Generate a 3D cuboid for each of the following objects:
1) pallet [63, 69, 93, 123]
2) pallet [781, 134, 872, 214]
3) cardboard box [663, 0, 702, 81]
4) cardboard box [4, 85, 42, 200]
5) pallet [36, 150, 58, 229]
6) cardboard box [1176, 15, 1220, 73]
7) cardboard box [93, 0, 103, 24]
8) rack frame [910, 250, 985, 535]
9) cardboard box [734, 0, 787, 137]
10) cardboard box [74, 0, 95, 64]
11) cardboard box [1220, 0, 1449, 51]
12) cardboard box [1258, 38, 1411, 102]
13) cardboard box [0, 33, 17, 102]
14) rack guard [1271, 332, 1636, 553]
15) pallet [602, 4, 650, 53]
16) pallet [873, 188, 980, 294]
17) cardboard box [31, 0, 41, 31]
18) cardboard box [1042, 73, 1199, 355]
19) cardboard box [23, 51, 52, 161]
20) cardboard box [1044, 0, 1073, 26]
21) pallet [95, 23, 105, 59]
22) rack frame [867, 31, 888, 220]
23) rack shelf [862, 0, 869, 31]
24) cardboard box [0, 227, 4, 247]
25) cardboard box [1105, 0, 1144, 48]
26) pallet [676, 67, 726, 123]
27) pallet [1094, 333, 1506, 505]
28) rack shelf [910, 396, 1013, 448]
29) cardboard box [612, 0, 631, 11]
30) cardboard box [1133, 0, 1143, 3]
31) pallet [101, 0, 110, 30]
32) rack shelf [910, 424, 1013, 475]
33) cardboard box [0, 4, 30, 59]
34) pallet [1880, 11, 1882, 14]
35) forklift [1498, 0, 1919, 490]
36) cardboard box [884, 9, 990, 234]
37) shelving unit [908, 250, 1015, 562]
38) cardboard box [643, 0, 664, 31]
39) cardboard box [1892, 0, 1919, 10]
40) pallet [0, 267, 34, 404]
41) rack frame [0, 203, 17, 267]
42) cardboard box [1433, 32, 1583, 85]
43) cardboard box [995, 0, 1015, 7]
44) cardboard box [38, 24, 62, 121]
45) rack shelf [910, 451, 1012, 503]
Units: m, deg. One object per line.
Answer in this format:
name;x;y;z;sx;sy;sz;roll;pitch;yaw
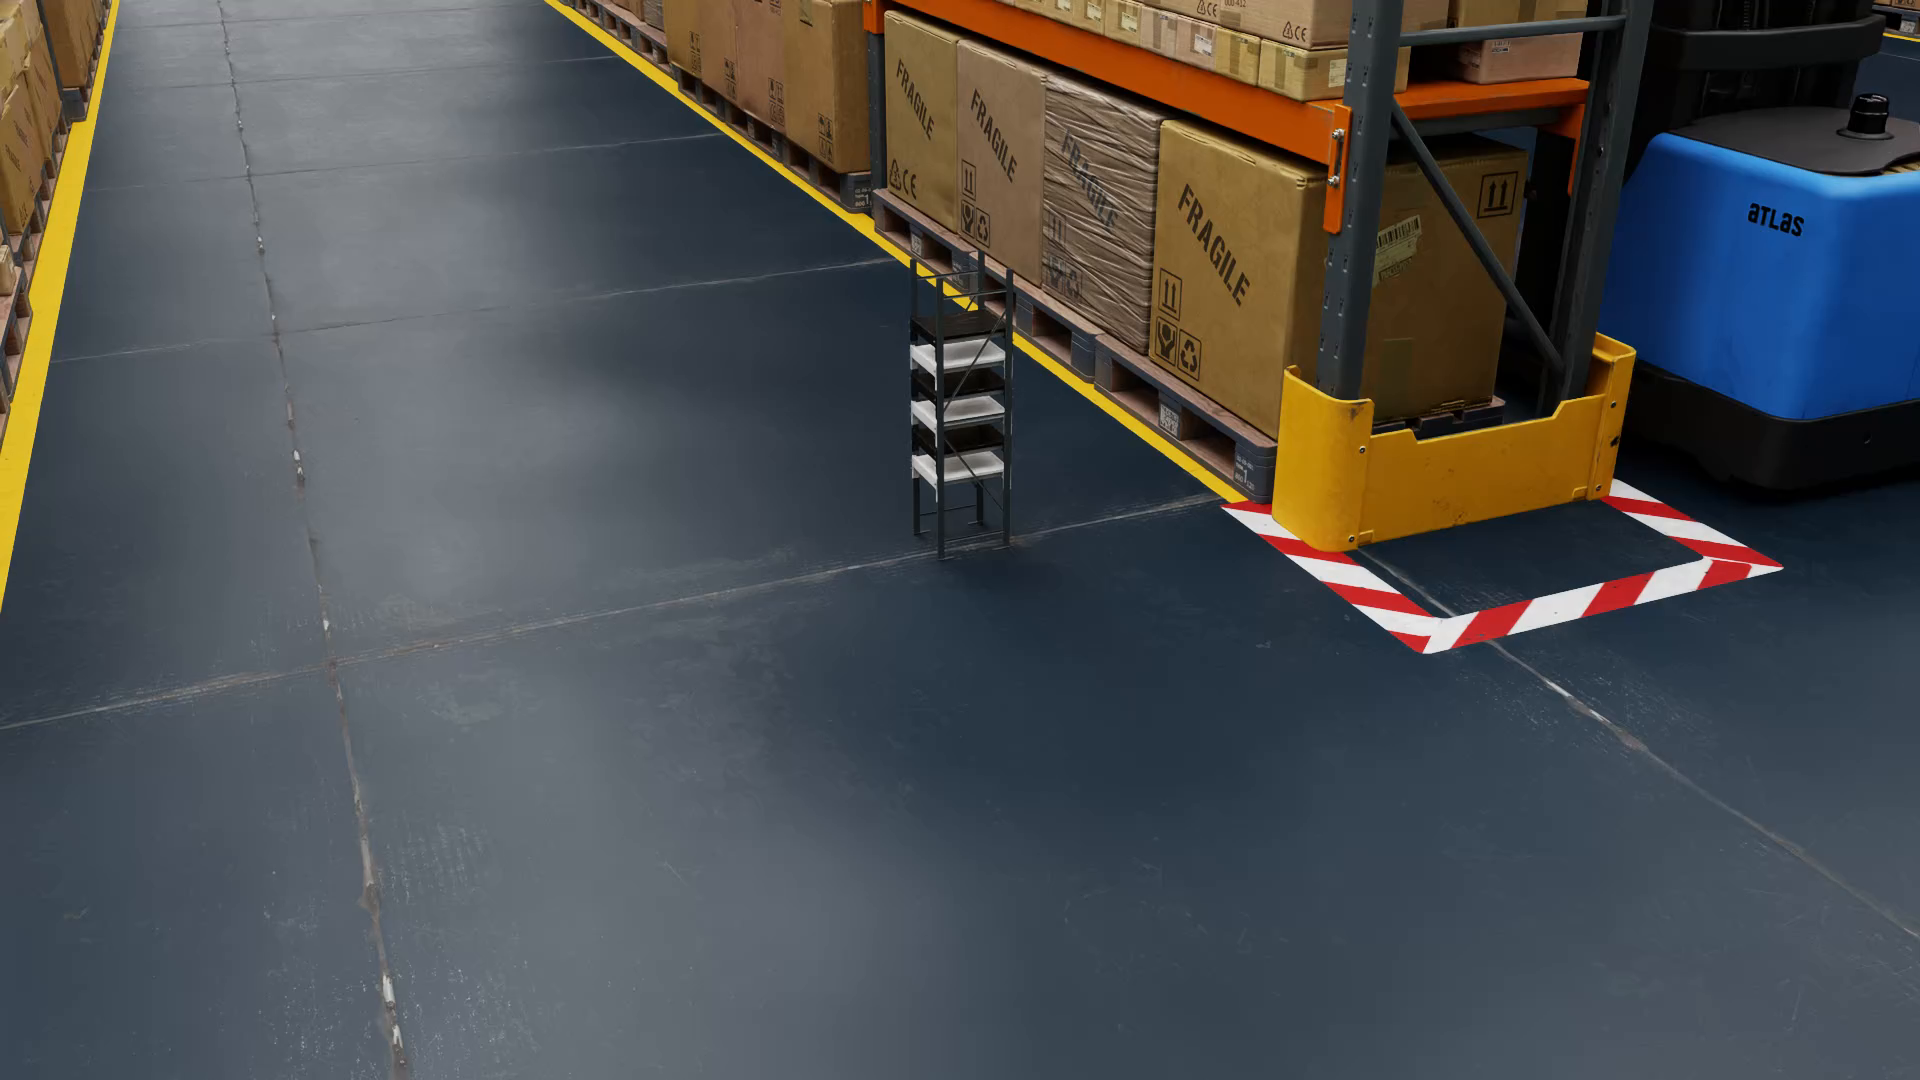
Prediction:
pallet;-6.388;-2.975;11.102;1.003;0.211;1.213;-11;28;-21
pallet;-0.351;-2.139;9.389;1.003;0.211;1.213;-11;28;-21
cardboard box;-1.295;-3.660;11.270;1.225;0.875;0.875;-12;28;-23
cardboard box;-4.837;-1.904;8.102;0.500;0.500;0.500;-9;28;-18
pallet;-5.370;-1.836;8.770;1.003;0.211;1.213;-11;28;-21
cardboard box;0.944;-1.659;5.516;0.380;0.149;0.250;-11;28;-20
cardboard box;-7.390;-4.454;13.039;1.050;0.750;0.750;-11;28;-21
rack frame;-0.037;-0.442;5.130;0.240;0.900;0.006;-11;28;-21
cardboard box;-0.599;-2.943;9.801;1.225;0.875;0.875;-12;28;-22
cardboard box;-6.650;-3.688;11.470;1.050;0.750;0.750;-10;28;-20
cardboard box;1.153;-1.695;5.134;0.500;0.250;0.500;-11;28;-21
cardboard box;1.145;-1.453;5.093;0.380;0.149;0.250;-10;28;-20
cardboard box;-4.840;-2.242;7.939;0.500;0.250;0.500;-10;28;-19
rack guard;1.597;-0.345;5.387;1.175;0.500;0.348;-11;28;-21
pallet;-2.324;-4.262;13.739;1.003;0.211;1.213;-11;28;-21
pallet;0.247;-1.520;8.122;1.003;0.211;1.213;-11;28;-21
cardboard box;-5.640;-3.068;9.630;0.500;0.250;0.500;-11;28;-22
cardboard box;0.907;-1.324;6.486;0.875;0.875;0.875;-11;28;-21
cardboard box;-5.229;-2.320;8.954;0.500;0.500;0.500;-12;28;-23
cardboard box;0.546;-2.070;6.357;0.380;0.149;0.250;-10;28;-20
pallet;-7.344;-3.960;13.119;1.003;0.211;1.213;-11;28;-21
rack frame;0.021;-3.093;8.166;1.000;3.000;0.127;-11;28;-21
rack shelf;-0.762;-3.577;9.978;1.077;0.370;4.000;-11;28;-21
cardboard box;-4.167;-1.250;6.824;0.380;0.149;0.250;-10;28;-20
cardboard box;0.743;-1.865;5.936;0.380;0.149;0.250;-11;28;-22
pallet;-1.306;-3.124;11.407;1.003;0.211;1.213;-11;28;-21
pallet;1.202;-0.534;6.104;1.003;0.211;1.213;-11;28;-21
rack shelf;0.003;-0.371;5.060;0.258;0.077;0.200;-11;28;-21
cardboard box;-2.503;-4.724;13.854;0.700;0.500;0.500;-13;29;-25
cardboard box;0.756;-2.105;5.974;0.500;0.250;0.500;-12;28;-22
pallet;-7.941;-4.579;14.387;1.003;0.211;1.213;-11;28;-21
rack shelf;0.003;-0.290;5.100;0.258;0.077;0.200;-11;28;-21
cardboard box;-5.248;-2.658;8.791;0.500;0.250;0.500;-10;28;-19
pallet;7.828;-4.847;14.938;1.003;0.211;1.213;-11;28;-21
forklift;2.526;-2.101;6.213;1.130;2.935;3.031;-11;28;-21
cardboard box;0.206;-2.047;7.966;0.875;0.875;0.875;-11;28;-21
shelving unit;0.003;-0.401;5.046;0.258;0.900;0.210;-11;28;-21
cardboard box;-2.055;-4.271;12.927;0.700;0.500;0.500;-13;29;-25
cardboard box;8.097;-4.627;13.654;0.500;0.500;0.500;-12;28;-22
pallet;-4.287;-0.764;6.573;1.003;0.211;1.213;-11;28;-21
rack frame;-4.583;-2.282;6.504;1.000;3.000;0.127;-11;28;-21
cardboard box;1.752;-1.565;5.324;0.380;0.149;0.250;-10;28;-20
cardboard box;0.339;-2.280;6.788;0.380;0.149;0.250;-10;28;-20
cardboard box;-5.651;-2.741;9.816;0.500;0.500;0.500;-11;28;-21
rack shelf;0.003;-0.209;5.139;0.258;0.077;0.200;-11;28;-21
